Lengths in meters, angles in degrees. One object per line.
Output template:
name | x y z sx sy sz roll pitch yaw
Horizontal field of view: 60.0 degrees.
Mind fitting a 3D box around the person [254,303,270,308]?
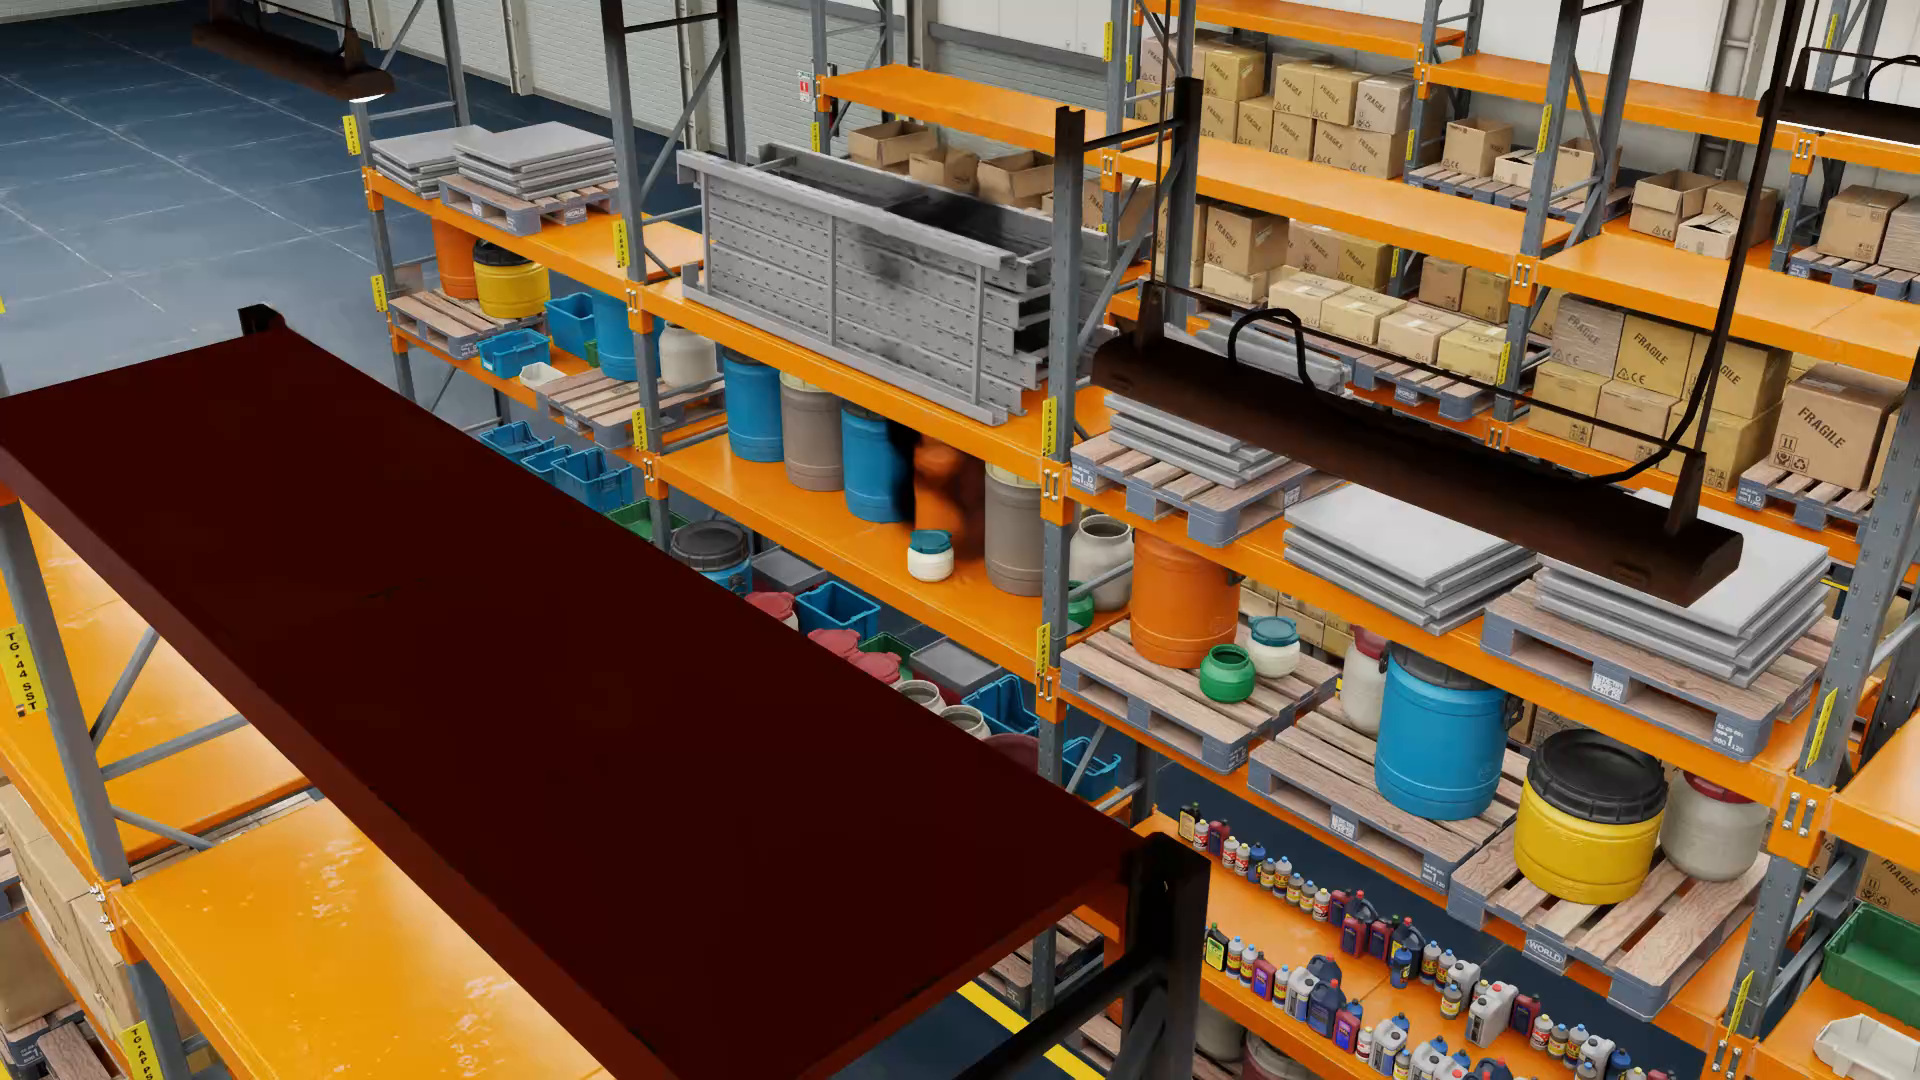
person | -7.528 -1.800 18.373 0.775 1.733 0.752 -6 29 -12
